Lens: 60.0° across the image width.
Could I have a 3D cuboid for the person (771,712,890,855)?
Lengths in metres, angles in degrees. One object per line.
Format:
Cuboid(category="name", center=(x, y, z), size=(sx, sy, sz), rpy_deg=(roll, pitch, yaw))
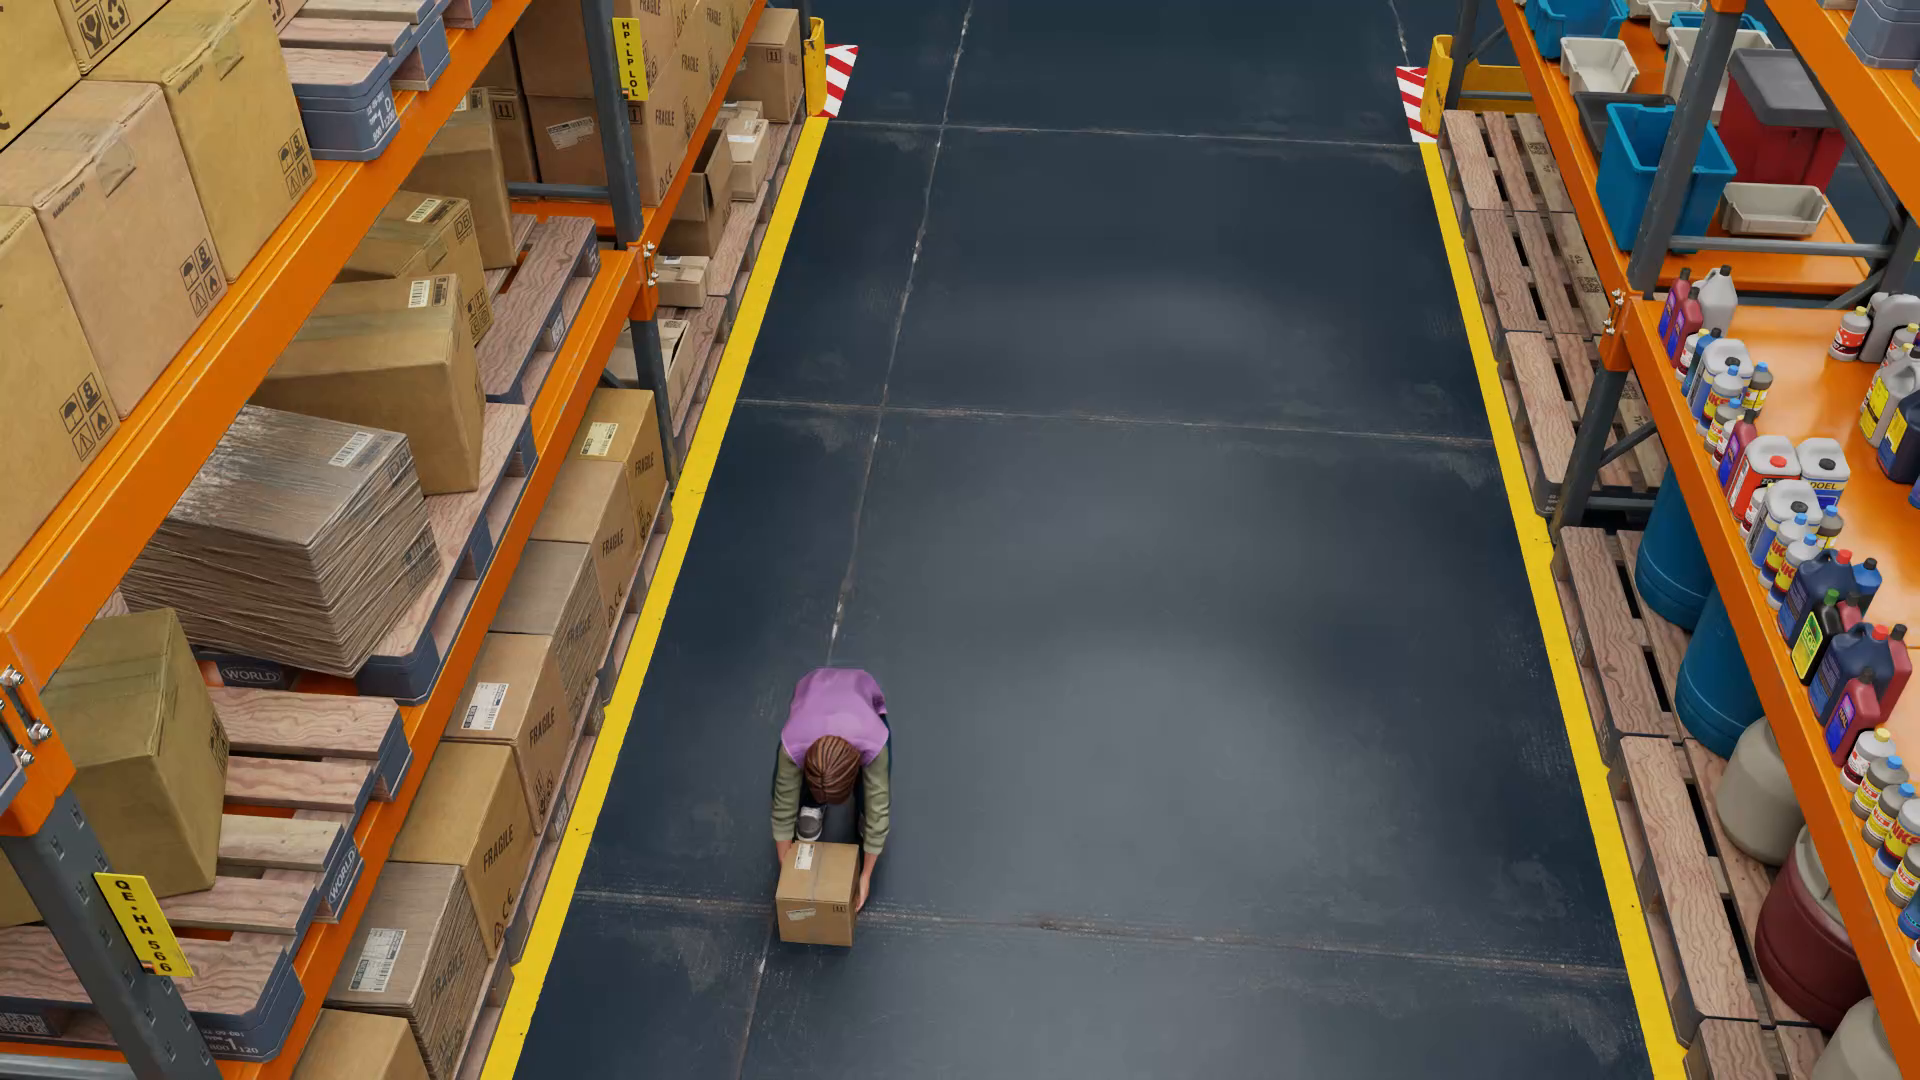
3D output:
Cuboid(category="person", center=(-0.423, 0.827, 5.960), size=(0.408, 0.613, 0.665), rpy_deg=(3, 41, 4))
